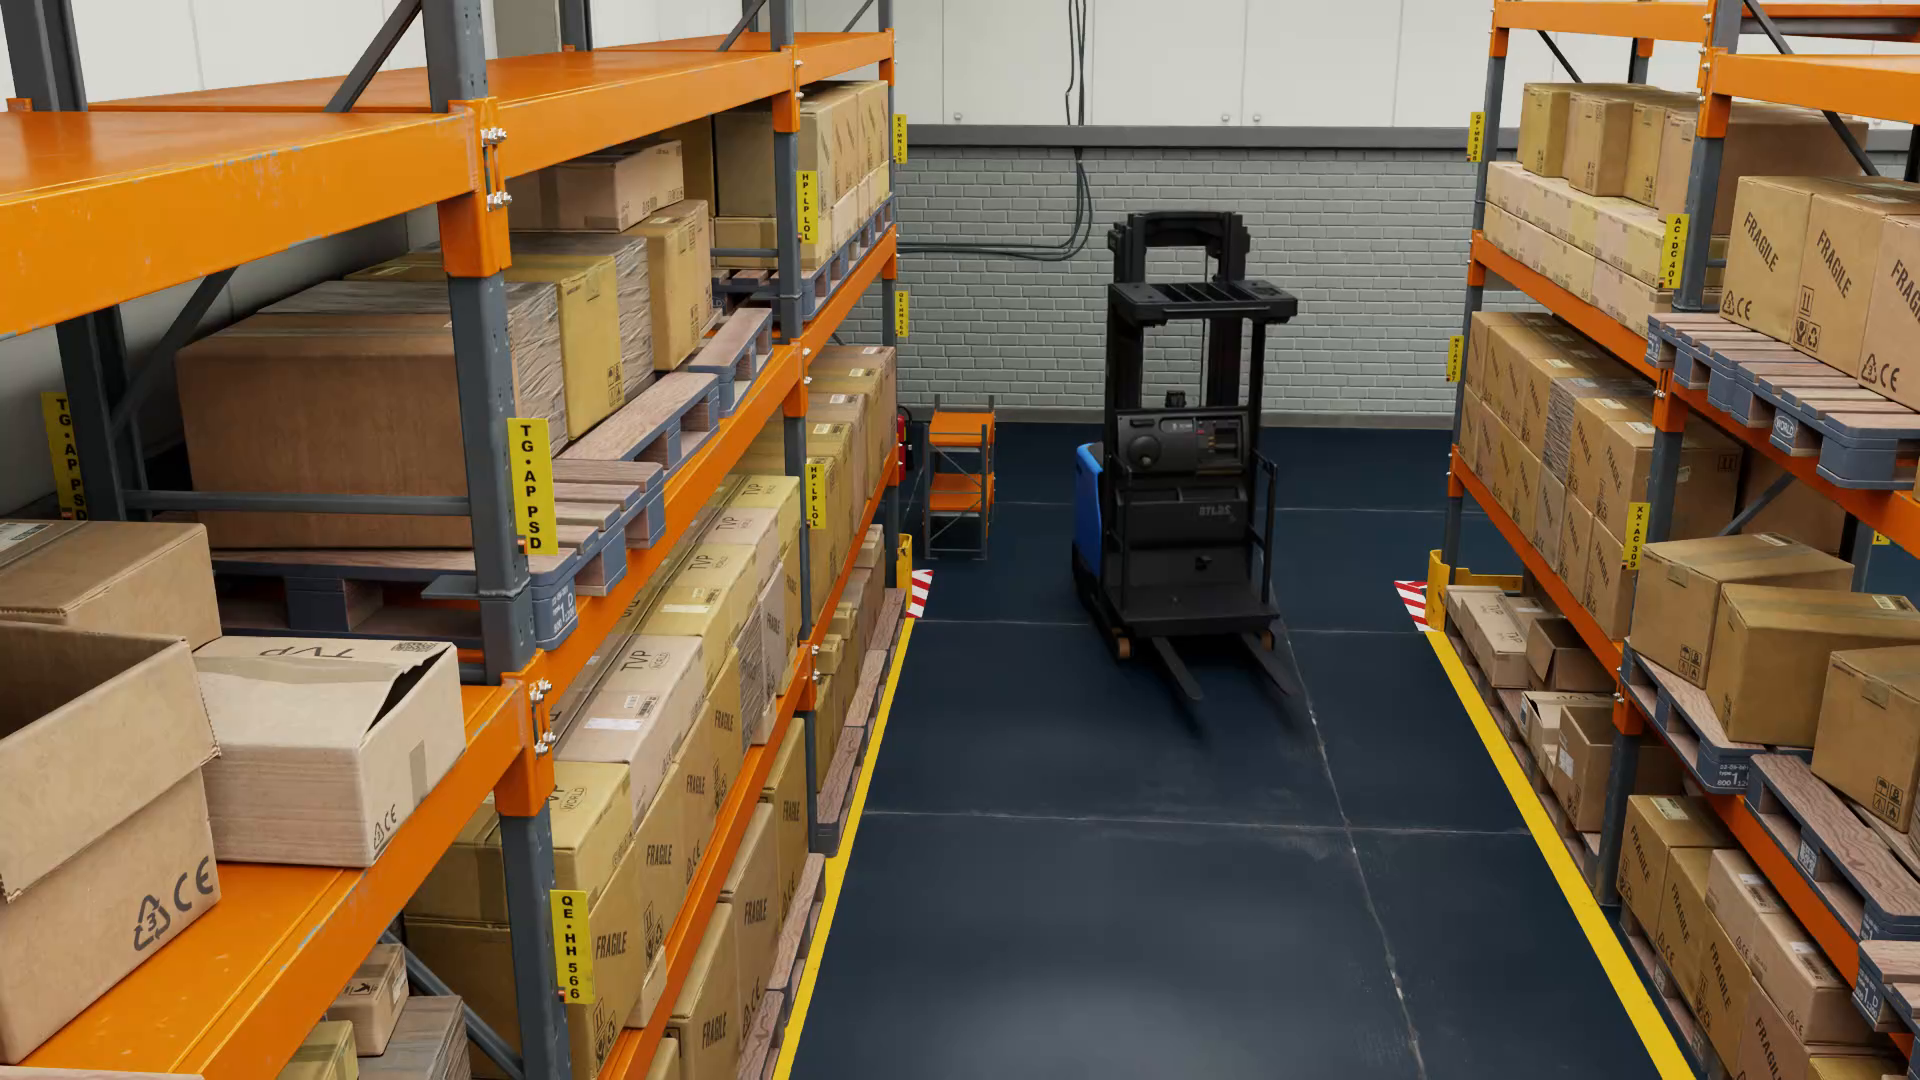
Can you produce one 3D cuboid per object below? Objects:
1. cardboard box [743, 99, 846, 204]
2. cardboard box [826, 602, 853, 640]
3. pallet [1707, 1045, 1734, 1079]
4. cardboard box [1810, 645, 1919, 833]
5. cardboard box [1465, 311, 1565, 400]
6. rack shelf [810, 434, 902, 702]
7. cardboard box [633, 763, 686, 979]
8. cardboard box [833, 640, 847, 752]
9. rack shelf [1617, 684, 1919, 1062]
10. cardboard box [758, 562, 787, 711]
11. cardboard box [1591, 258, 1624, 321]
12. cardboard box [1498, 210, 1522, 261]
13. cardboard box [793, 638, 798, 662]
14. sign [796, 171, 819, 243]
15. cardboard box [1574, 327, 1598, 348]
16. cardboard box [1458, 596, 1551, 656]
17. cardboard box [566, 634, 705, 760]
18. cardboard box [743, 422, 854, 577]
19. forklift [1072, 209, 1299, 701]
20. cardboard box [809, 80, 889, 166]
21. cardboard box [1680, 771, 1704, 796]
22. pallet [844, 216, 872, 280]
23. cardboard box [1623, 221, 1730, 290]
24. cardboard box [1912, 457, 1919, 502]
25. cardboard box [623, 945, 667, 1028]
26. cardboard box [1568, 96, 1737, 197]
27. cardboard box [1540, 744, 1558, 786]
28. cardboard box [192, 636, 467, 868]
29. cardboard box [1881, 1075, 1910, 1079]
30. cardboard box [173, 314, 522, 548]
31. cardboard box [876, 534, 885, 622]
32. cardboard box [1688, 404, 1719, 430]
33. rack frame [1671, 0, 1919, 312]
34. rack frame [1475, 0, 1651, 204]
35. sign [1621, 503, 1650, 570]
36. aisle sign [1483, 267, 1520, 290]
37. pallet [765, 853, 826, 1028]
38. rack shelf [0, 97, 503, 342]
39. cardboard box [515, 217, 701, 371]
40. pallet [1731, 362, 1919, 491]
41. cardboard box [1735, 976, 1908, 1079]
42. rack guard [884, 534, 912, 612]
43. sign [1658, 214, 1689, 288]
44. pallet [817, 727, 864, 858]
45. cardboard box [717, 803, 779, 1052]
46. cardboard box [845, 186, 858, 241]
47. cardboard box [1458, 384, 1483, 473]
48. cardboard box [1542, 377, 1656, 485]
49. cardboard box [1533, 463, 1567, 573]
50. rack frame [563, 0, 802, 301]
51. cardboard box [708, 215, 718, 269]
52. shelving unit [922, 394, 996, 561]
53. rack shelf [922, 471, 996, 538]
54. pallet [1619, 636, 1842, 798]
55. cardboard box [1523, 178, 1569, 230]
[{"bbox_3d":[-0.879,-2.037,8.708,0.500,0.500,0.500,1,18,3],"label":"cardboard box"},{"bbox_3d":[-0.841,0.481,9.936,0.380,0.149,0.250,1,18,2],"label":"cardboard box"},{"bbox_3d":[3.595,2.363,6.372,1.003,0.211,1.213,1,18,4],"label":"pallet"},{"bbox_3d":[3.636,0.708,6.111,0.700,0.500,0.500,-3,18,-10],"label":"cardboard box"},{"bbox_3d":[3.693,-1.228,11.088,0.500,0.500,0.500,2,18,6],"label":"cardboard box"},{"bbox_3d":[-1.097,0.016,10.213,1.077,0.370,4.000,1,18,4],"label":"rack shelf"},{"bbox_3d":[-1.190,1.032,5.287,0.500,0.500,0.500,2,18,6],"label":"cardboard box"},{"bbox_3d":[-1.045,0.898,9.706,0.700,0.500,0.500,1,18,3],"label":"cardboard box"},{"bbox_3d":[3.557,1.368,6.087,1.077,0.370,4.000,1,18,4],"label":"rack shelf"},{"bbox_3d":[-1.049,0.404,7.201,0.500,0.500,0.500,1,18,4],"label":"cardboard box"},{"bbox_3d":[3.517,-1.262,8.379,0.500,0.250,0.500,1,18,4],"label":"cardboard box"},{"bbox_3d":[3.648,-1.883,10.276,0.500,0.250,0.500,1,18,4],"label":"cardboard box"},{"bbox_3d":[-0.982,0.516,7.901,0.380,0.149,0.250,1,18,4],"label":"cardboard box"},{"bbox_3d":[-0.698,-1.516,7.581,0.100,0.325,0.005,1,18,4],"label":"sign"},{"bbox_3d":[4.195,-1.059,10.572,0.500,0.500,0.500,2,18,5],"label":"cardboard box"},{"bbox_3d":[3.630,0.578,11.052,0.500,0.250,0.500,1,18,4],"label":"cardboard box"},{"bbox_3d":[-1.168,0.525,5.628,0.500,0.250,0.500,1,18,4],"label":"cardboard box"},{"bbox_3d":[-1.127,-0.242,9.363,0.980,0.700,0.700,1,18,3],"label":"cardboard box"},{"bbox_3d":[1.572,-0.680,11.290,1.130,2.935,3.031,-2,18,-7],"label":"forklift"},{"bbox_3d":[-0.734,-2.671,10.642,0.500,0.500,0.500,1,18,4],"label":"cardboard box"},{"bbox_3d":[3.947,1.348,8.604,0.500,0.311,0.500,1,18,4],"label":"cardboard box"},{"bbox_3d":[-1.081,-1.720,9.680,1.003,0.211,1.213,1,18,4],"label":"pallet"},{"bbox_3d":[3.465,-1.344,7.829,0.500,0.250,0.500,1,18,4],"label":"cardboard box"},{"bbox_3d":[3.486,-0.282,4.989,0.910,0.500,0.500,1,18,4],"label":"cardboard box"},{"bbox_3d":[-1.142,1.392,5.230,0.380,0.149,0.250,2,18,6],"label":"cardboard box"},{"bbox_3d":[3.789,-2.162,9.119,0.700,0.500,0.500,1,18,4],"label":"cardboard box"},{"bbox_3d":[3.426,1.249,9.165,0.380,0.149,0.250,1,18,4],"label":"cardboard box"},{"bbox_3d":[-1.309,0.375,3.256,0.500,0.311,0.500,1,18,4],"label":"cardboard box"},{"bbox_3d":[3.247,1.956,5.240,0.500,0.250,0.500,2,18,6],"label":"cardboard box"},{"bbox_3d":[-1.550,-0.294,4.317,0.700,0.500,0.500,0,18,0],"label":"cardboard box"},{"bbox_3d":[-0.904,0.261,11.650,0.700,0.500,0.500,1,18,4],"label":"cardboard box"},{"bbox_3d":[4.052,-0.418,8.616,0.500,0.500,0.500,1,18,2],"label":"cardboard box"},{"bbox_3d":[3.701,-2.446,6.937,1.000,3.000,0.127,1,18,4],"label":"rack frame"},{"bbox_3d":[3.988,-3.689,10.728,1.000,3.000,0.127,1,18,4],"label":"rack frame"},{"bbox_3d":[3.159,-0.016,7.766,0.100,0.325,0.005,1,18,4],"label":"sign"},{"bbox_3d":[3.700,-2.101,11.342,0.394,0.787,0.004,1,18,4],"label":"aisle sign"},{"bbox_3d":[-1.220,1.862,7.903,1.003,0.211,1.213,1,18,4],"label":"pallet"},{"bbox_3d":[-1.670,-0.160,1.758,1.077,0.370,4.000,1,18,4],"label":"rack shelf"},{"bbox_3d":[-1.388,-0.942,6.295,0.700,0.500,0.500,1,18,3],"label":"cardboard box"},{"bbox_3d":[3.513,-0.408,5.837,1.213,0.211,1.003,1,18,4],"label":"pallet"},{"bbox_3d":[3.316,2.006,6.291,0.500,0.500,0.500,1,18,2],"label":"cardboard box"},{"bbox_3d":[-0.952,0.233,12.408,1.175,0.500,0.348,1,18,4],"label":"rack guard"},{"bbox_3d":[3.159,-1.276,7.353,0.100,0.325,0.005,1,18,4],"label":"sign"},{"bbox_3d":[-1.108,1.386,9.354,1.003,0.211,1.213,1,18,4],"label":"pallet"},{"bbox_3d":[-1.218,1.598,7.007,0.750,0.750,0.750,2,18,6],"label":"cardboard box"},{"bbox_3d":[-0.848,-1.832,9.286,0.500,0.250,0.500,1,18,2],"label":"cardboard box"},{"bbox_3d":[3.693,-0.753,11.244,0.500,0.500,0.500,2,18,5],"label":"cardboard box"},{"bbox_3d":[3.549,-0.597,9.160,0.500,0.500,0.500,1,18,4],"label":"cardboard box"},{"bbox_3d":[3.551,-0.124,9.322,0.500,0.500,0.500,2,18,5],"label":"cardboard box"},{"bbox_3d":[-1.240,-2.556,7.271,1.000,3.000,0.127,1,18,4],"label":"rack frame"},{"bbox_3d":[-1.425,-1.524,8.345,0.500,0.250,0.500,1,18,4],"label":"cardboard box"},{"bbox_3d":[0.000,-0.537,13.754,0.538,1.125,1.048,1,18,4],"label":"shelving unit"},{"bbox_3d":[0.000,-0.304,13.830,0.538,0.278,1.000,1,18,4],"label":"rack shelf"},{"bbox_3d":[3.535,0.742,7.151,1.003,0.211,1.213,1,18,4],"label":"pallet"},{"bbox_3d":[3.619,-1.965,9.724,0.500,0.250,0.500,1,18,4],"label":"cardboard box"}]
